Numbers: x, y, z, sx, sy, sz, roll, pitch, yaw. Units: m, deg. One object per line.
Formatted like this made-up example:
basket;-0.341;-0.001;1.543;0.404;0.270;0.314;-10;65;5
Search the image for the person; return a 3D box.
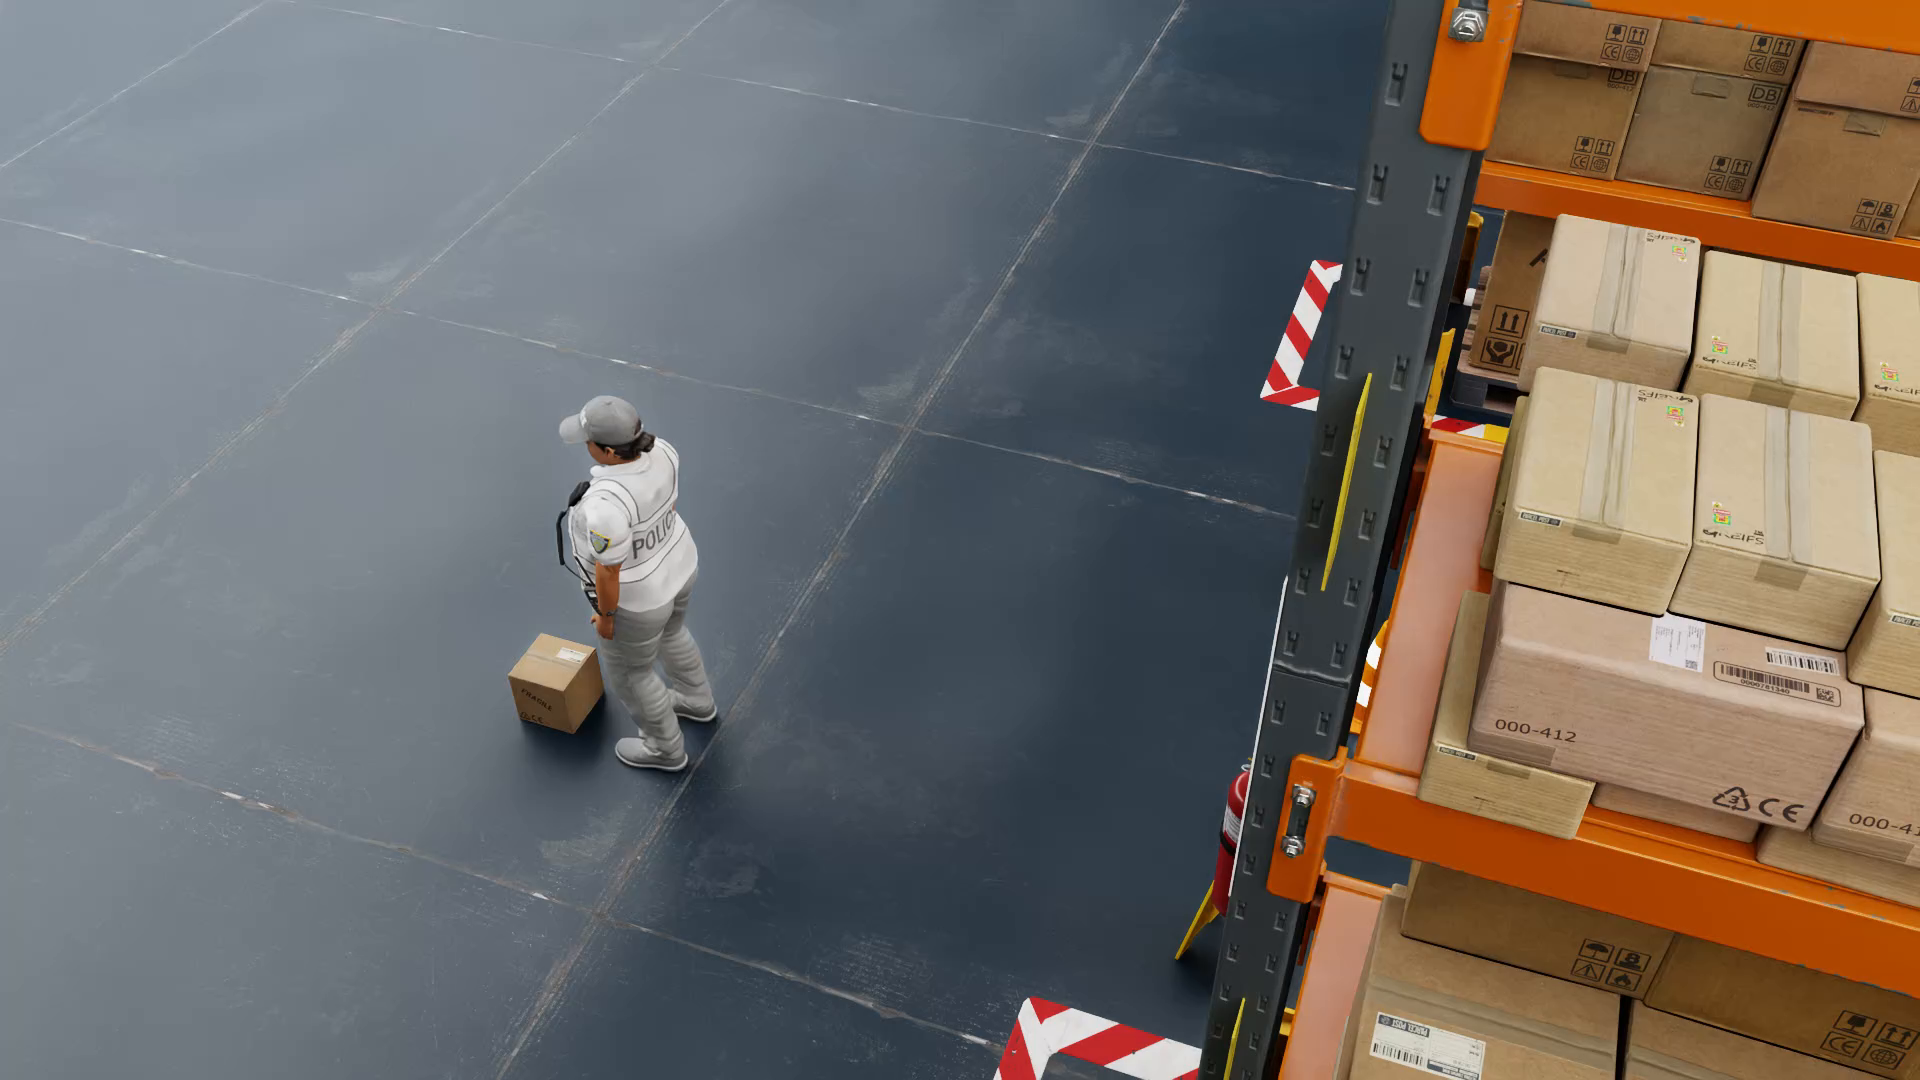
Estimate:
person;-1.163;0.161;5.984;0.391;1.659;0.468;15;44;16
